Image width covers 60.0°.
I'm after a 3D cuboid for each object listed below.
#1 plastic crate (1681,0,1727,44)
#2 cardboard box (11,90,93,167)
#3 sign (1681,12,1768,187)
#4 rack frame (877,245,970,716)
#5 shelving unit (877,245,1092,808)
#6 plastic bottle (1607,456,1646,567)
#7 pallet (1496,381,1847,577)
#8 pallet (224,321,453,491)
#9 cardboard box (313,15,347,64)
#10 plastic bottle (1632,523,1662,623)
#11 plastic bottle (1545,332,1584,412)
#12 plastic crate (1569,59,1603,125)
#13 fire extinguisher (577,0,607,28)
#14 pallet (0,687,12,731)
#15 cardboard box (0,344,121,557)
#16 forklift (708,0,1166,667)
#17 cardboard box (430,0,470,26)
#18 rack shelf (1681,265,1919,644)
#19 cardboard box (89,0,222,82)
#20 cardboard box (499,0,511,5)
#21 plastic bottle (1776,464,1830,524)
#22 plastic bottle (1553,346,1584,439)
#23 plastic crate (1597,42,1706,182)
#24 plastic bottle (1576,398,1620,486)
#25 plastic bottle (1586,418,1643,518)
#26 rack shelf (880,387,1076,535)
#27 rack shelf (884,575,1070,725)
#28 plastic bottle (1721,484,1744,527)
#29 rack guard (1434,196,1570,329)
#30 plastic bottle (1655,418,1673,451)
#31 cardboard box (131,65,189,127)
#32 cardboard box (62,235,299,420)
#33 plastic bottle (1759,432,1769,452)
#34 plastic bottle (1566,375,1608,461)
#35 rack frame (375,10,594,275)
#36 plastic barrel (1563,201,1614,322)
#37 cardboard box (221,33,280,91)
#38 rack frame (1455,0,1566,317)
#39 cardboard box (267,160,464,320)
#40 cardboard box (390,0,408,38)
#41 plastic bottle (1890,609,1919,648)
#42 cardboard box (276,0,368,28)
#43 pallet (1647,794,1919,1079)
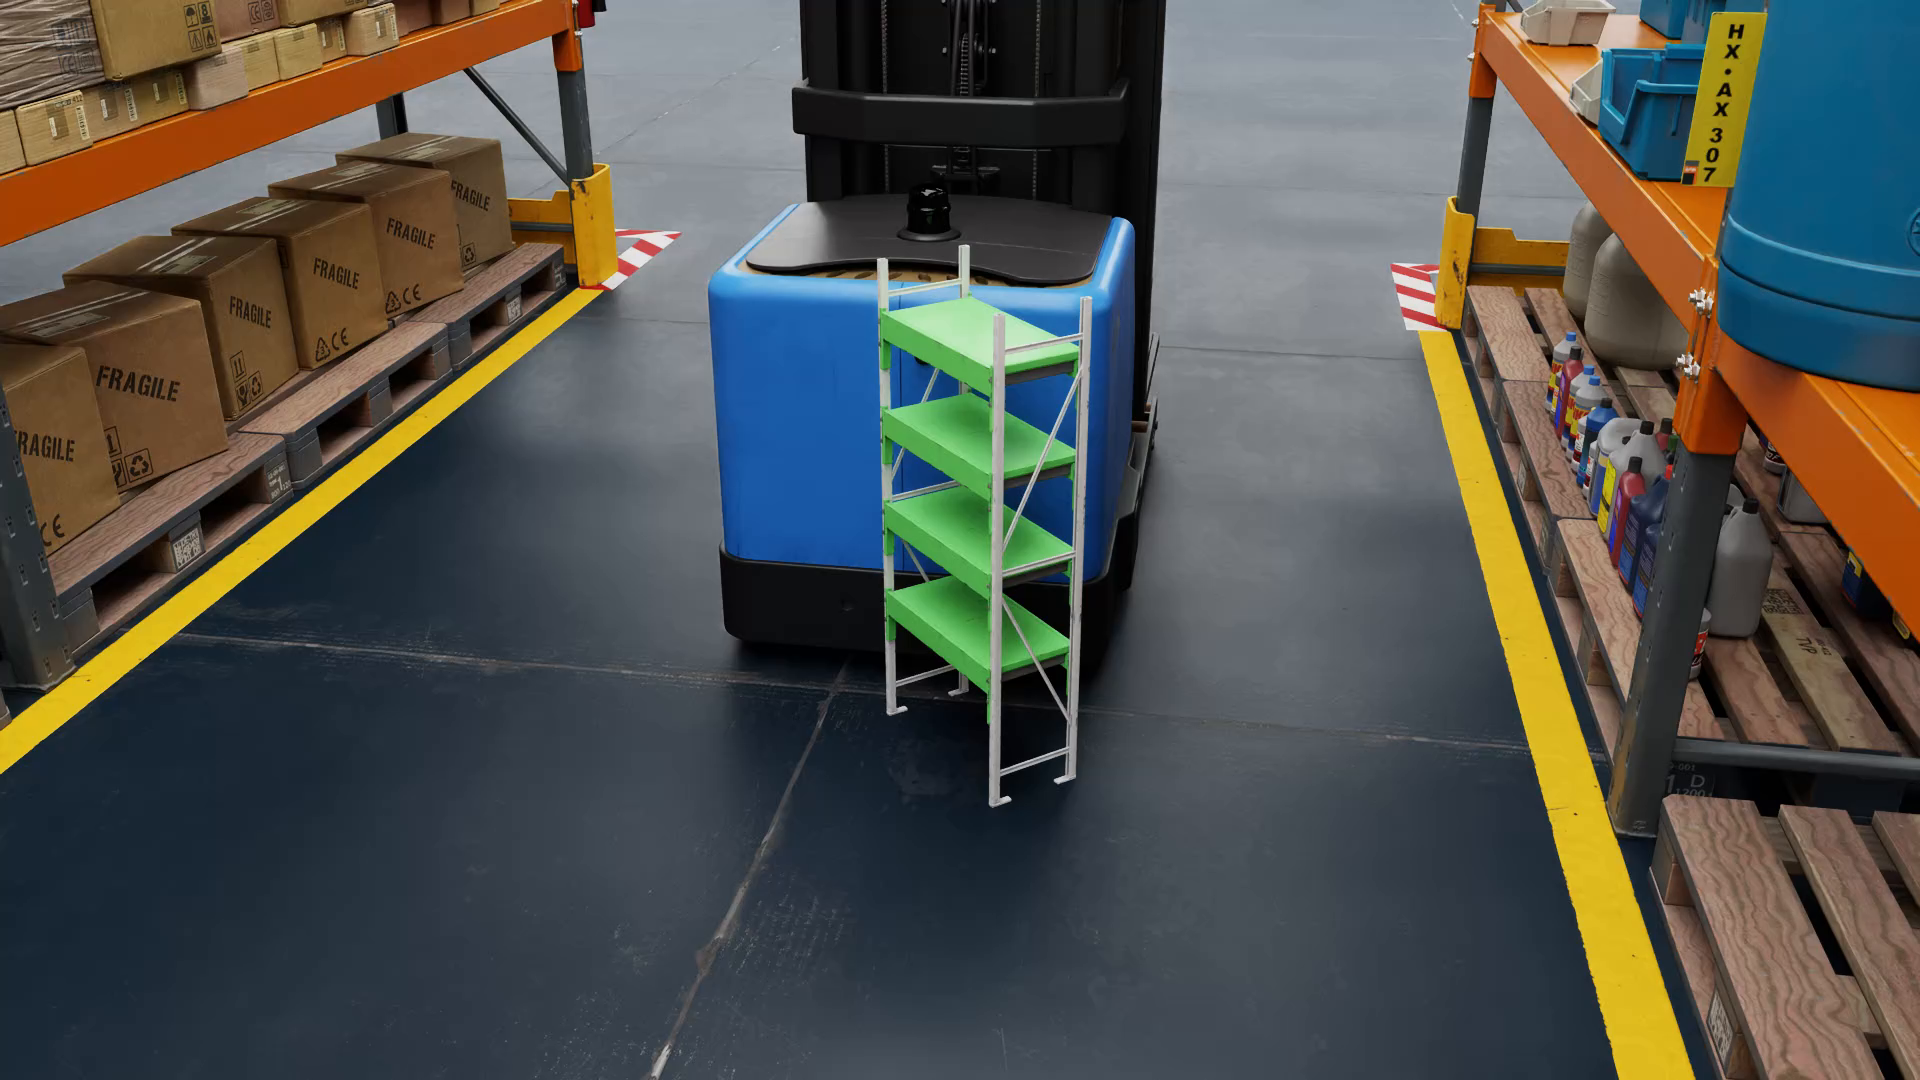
[{"bbox_3d":[2.754,-1.774,5.677,0.499,0.251,0.408,4,25,9],"label":"plastic crate"},{"bbox_3d":[-2.502,-1.072,4.298,0.380,0.149,0.250,4,25,9],"label":"cardboard box"},{"bbox_3d":[1.458,-0.838,3.175,0.100,0.325,0.005,4,25,9],"label":"sign"},{"bbox_3d":[-0.083,-0.119,4.090,0.240,1.200,0.015,-15,29,-29],"label":"rack frame"},{"bbox_3d":[0.045,-0.031,3.902,0.258,1.200,0.503,-15,29,-29],"label":"shelving unit"},{"bbox_3d":[1.837,-0.079,4.566,0.061,0.283,0.133,6,26,12],"label":"plastic bottle"},{"bbox_3d":[2.347,-0.196,5.421,1.003,0.211,1.213,4,25,9],"label":"pallet"},{"bbox_3d":[-2.615,-0.545,6.165,1.003,0.211,1.213,4,25,9],"label":"pallet"},{"bbox_3d":[-2.327,-1.704,5.649,0.380,0.149,0.250,4,25,9],"label":"cardboard box"},{"bbox_3d":[1.820,0.042,4.229,0.144,0.351,0.185,3,25,7],"label":"plastic bottle"},{"bbox_3d":[2.049,-0.569,5.628,0.097,0.271,0.097,0,25,0],"label":"plastic bottle"},{"bbox_3d":[2.015,-1.247,4.686,0.530,0.136,0.437,4,25,9],"label":"plastic crate"},{"bbox_3d":[-1.760,-2.667,7.500,0.296,0.674,0.183,4,25,9],"label":"fire extinguisher"},{"bbox_3d":[-3.013,0.576,3.771,1.003,0.211,1.213,4,25,9],"label":"pallet"},{"bbox_3d":[-2.782,-0.235,4.668,0.500,0.500,0.500,3,25,7],"label":"cardboard box"},{"bbox_3d":[0.106,-1.591,5.191,1.130,2.935,3.031,4,25,9],"label":"forklift"},{"bbox_3d":[-2.164,-2.122,6.542,0.380,0.149,0.250,4,25,9],"label":"cardboard box"},{"bbox_3d":[1.672,0.493,1.508,1.077,0.370,4.000,4,25,9],"label":"rack shelf"},{"bbox_3d":[-2.636,-1.583,4.626,0.875,0.500,0.500,4,25,9],"label":"cardboard box"},{"bbox_3d":[-2.118,-2.334,6.994,0.380,0.149,0.250,4,25,9],"label":"cardboard box"},{"bbox_3d":[2.490,-0.201,4.834,0.152,0.276,0.135,4,25,9],"label":"plastic bottle"},{"bbox_3d":[1.994,-0.481,5.425,0.061,0.283,0.133,4,25,9],"label":"plastic bottle"},{"bbox_3d":[1.912,-1.084,4.203,0.499,0.251,0.616,4,25,9],"label":"plastic crate"},{"bbox_3d":[1.944,-0.299,5.051,0.097,0.271,0.097,0,25,0],"label":"plastic bottle"},{"bbox_3d":[1.935,-0.208,4.849,0.152,0.276,0.135,4,25,9],"label":"plastic bottle"},{"bbox_3d":[0.045,-0.191,3.827,0.258,0.148,0.480,-15,29,-29],"label":"rack shelf"},{"bbox_3d":[0.045,0.244,4.031,0.258,0.148,0.480,-15,29,-29],"label":"rack shelf"},{"bbox_3d":[2.002,-0.005,4.416,0.152,0.276,0.135,4,25,9],"label":"plastic bottle"},{"bbox_3d":[2.687,-1.175,7.171,1.175,0.500,0.348,4,25,9],"label":"rack guard"},{"bbox_3d":[2.040,-0.204,4.832,0.061,0.283,0.133,4,25,9],"label":"plastic bottle"},{"bbox_3d":[-2.457,-1.283,4.750,0.380,0.149,0.250,4,25,9],"label":"cardboard box"},{"bbox_3d":[-2.672,-0.741,5.747,0.500,0.500,0.500,2,25,4],"label":"cardboard box"},{"bbox_3d":[2.612,-0.417,5.287,0.061,0.283,0.133,4,25,9],"label":"plastic bottle"},{"bbox_3d":[1.977,-0.384,5.232,0.097,0.271,0.097,0,25,0],"label":"plastic bottle"},{"bbox_3d":[-2.234,-2.686,7.449,1.000,3.000,0.127,4,25,9],"label":"rack frame"},{"bbox_3d":[2.621,-1.125,6.555,0.421,0.512,0.421,0,25,0],"label":"plastic barrel"},{"bbox_3d":[-2.375,-1.493,5.197,0.380,0.149,0.250,4,25,9],"label":"cardboard box"},{"bbox_3d":[2.653,-2.343,6.716,1.000,3.000,0.127,4,25,9],"label":"rack frame"},{"bbox_3d":[-2.416,-1.231,6.796,0.500,0.500,0.500,11,27,22],"label":"cardboard box"},{"bbox_3d":[-2.265,-1.914,6.098,0.380,0.149,0.250,4,25,9],"label":"cardboard box"},{"bbox_3d":[2.404,0.114,4.153,0.061,0.283,0.133,4,25,9],"label":"plastic bottle"},{"bbox_3d":[-2.531,-2.006,5.528,0.875,0.500,0.500,4,25,9],"label":"cardboard box"},{"bbox_3d":[1.909,0.924,3.026,1.003,0.211,1.213,4,25,9],"label":"pallet"}]
